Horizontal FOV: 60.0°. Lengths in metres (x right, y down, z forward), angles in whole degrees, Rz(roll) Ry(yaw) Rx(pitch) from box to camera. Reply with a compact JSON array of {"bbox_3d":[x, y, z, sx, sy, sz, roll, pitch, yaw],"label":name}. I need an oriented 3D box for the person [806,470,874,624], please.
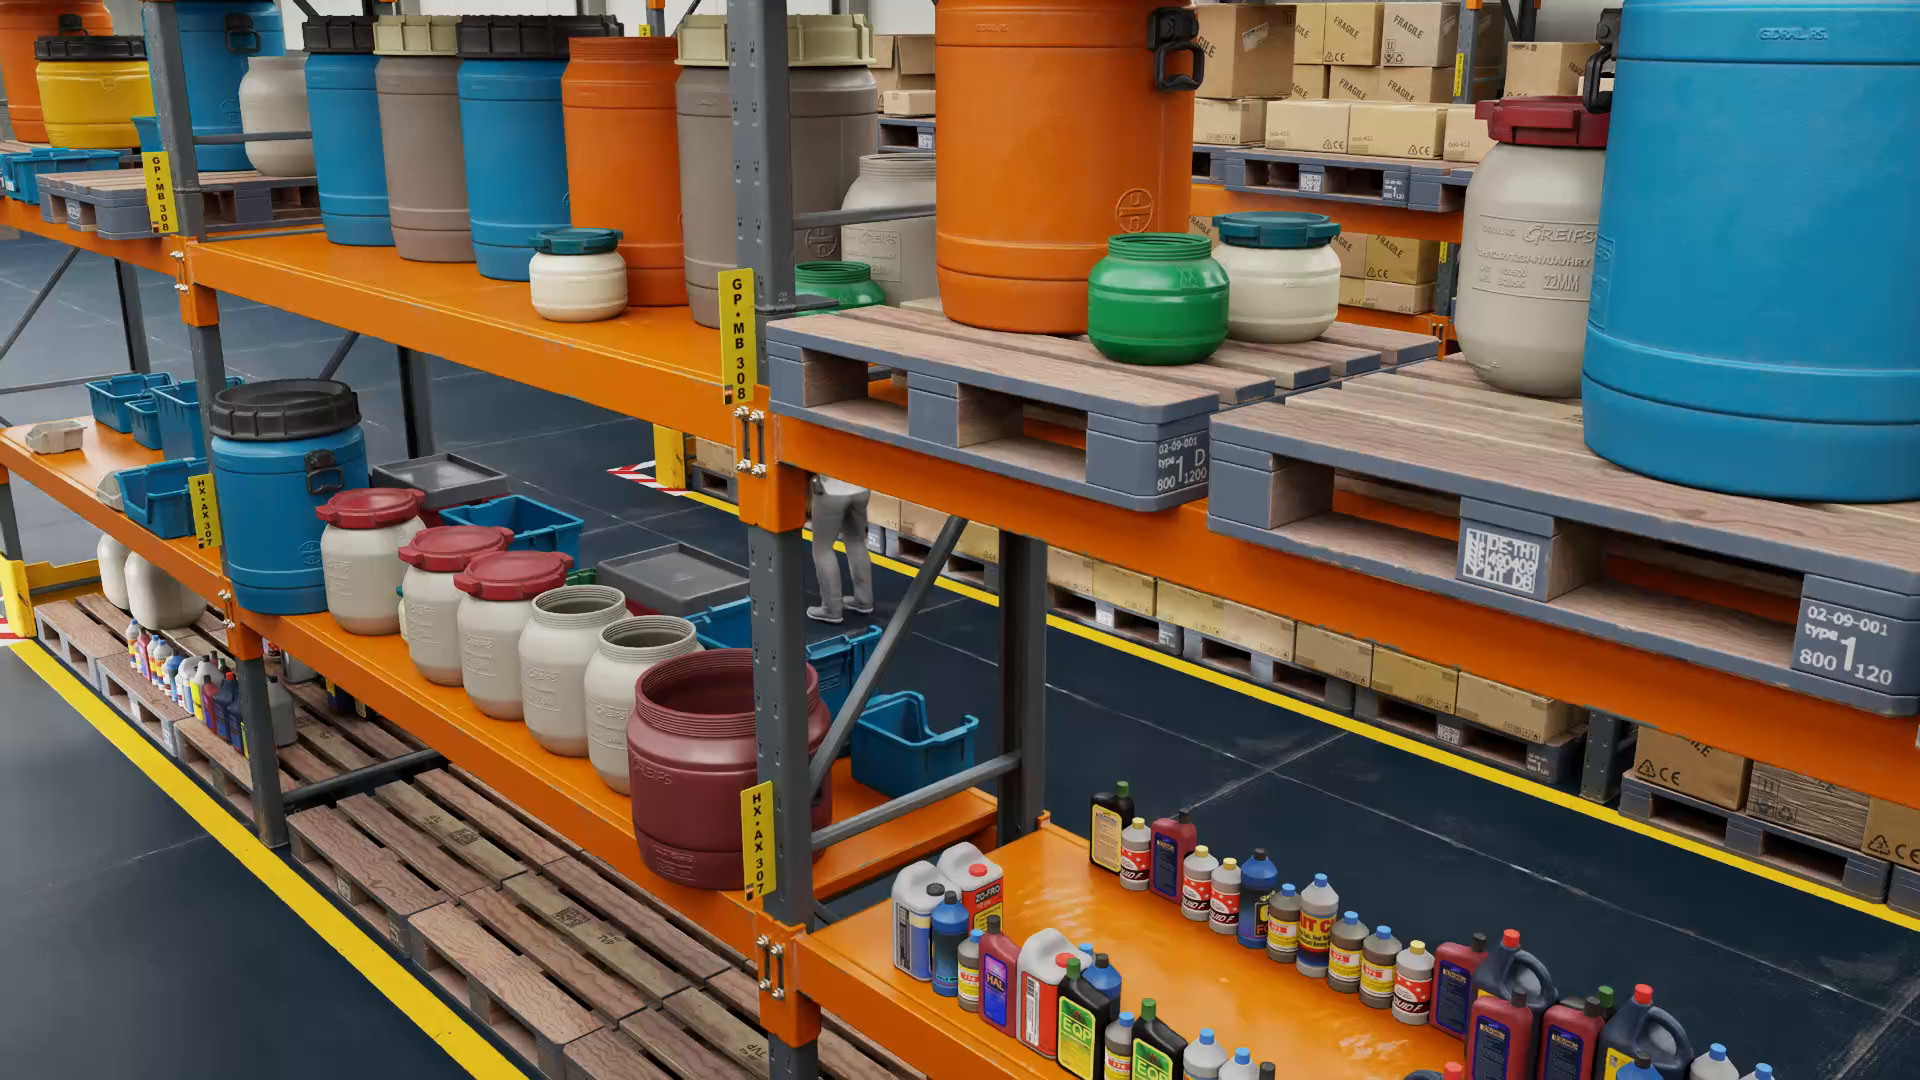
[{"bbox_3d":[-0.782,-0.316,10.515,0.479,1.684,0.429,-16,24,-42],"label":"person"}]
